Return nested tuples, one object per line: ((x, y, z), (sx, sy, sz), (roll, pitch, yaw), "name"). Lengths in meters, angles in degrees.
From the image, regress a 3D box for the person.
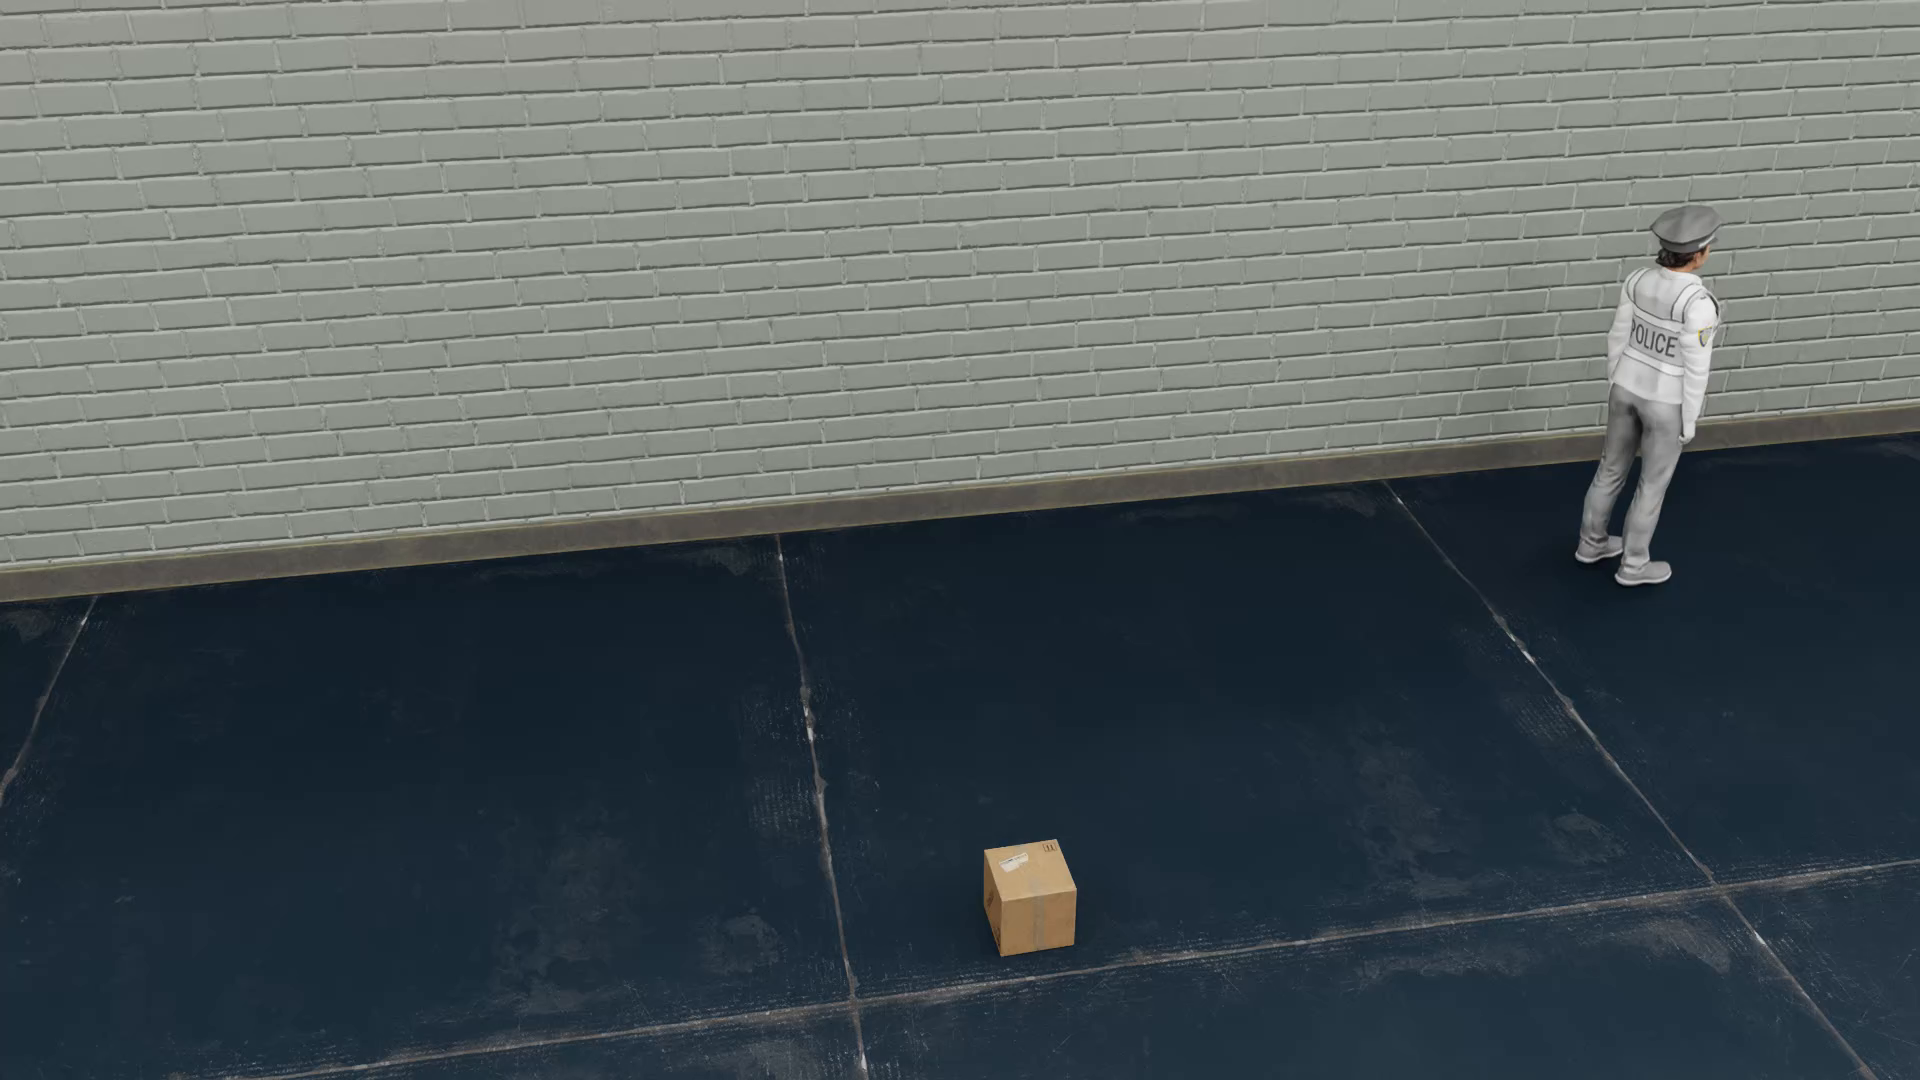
((2.968, -0.604, 7.107), (0.342, 1.689, 0.458), (-16, 34, -24), "person")
